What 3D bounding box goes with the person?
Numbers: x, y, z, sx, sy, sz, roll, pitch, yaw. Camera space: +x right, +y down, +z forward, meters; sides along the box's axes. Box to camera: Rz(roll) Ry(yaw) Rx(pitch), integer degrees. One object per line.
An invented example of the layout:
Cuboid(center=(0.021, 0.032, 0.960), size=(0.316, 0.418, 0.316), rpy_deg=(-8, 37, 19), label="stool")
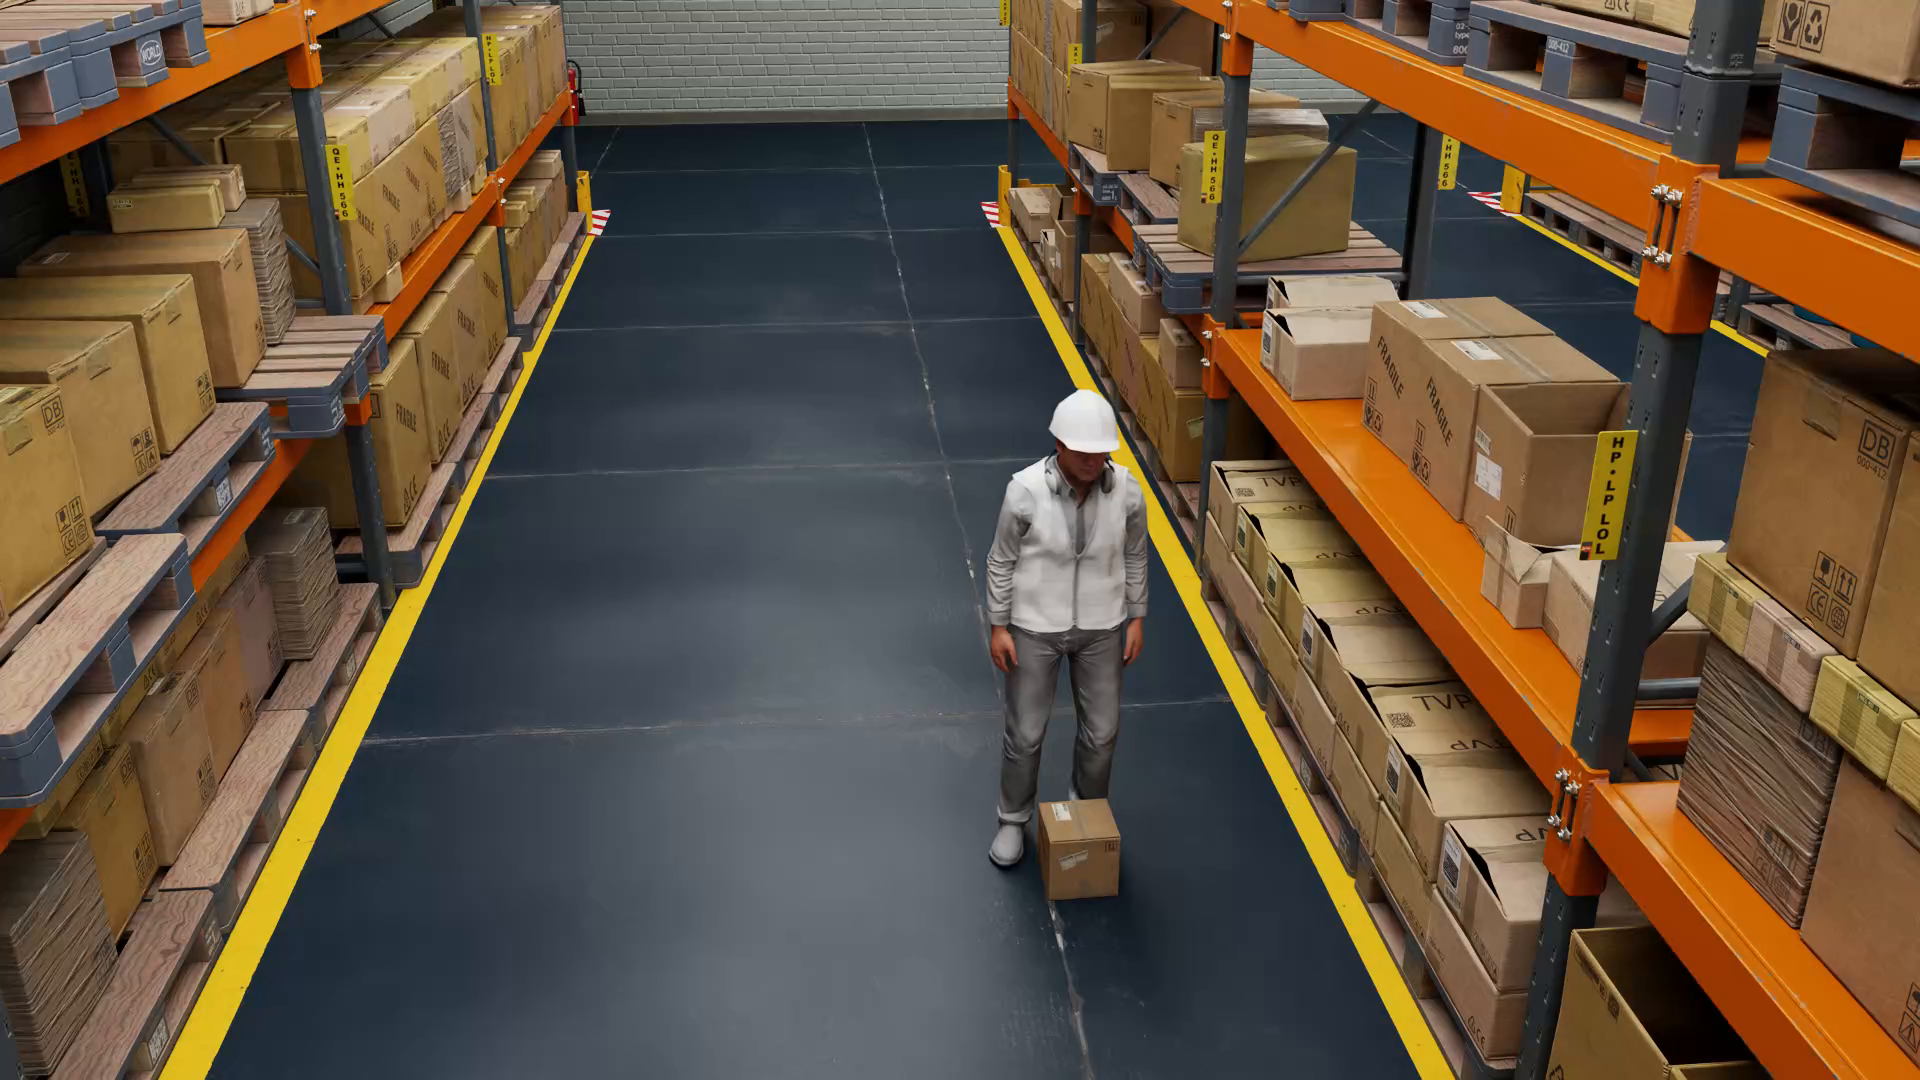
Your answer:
Cuboid(center=(0.376, 0.303, 5.873), size=(0.572, 1.769, 0.465), rpy_deg=(-3, 24, -8), label="person")
